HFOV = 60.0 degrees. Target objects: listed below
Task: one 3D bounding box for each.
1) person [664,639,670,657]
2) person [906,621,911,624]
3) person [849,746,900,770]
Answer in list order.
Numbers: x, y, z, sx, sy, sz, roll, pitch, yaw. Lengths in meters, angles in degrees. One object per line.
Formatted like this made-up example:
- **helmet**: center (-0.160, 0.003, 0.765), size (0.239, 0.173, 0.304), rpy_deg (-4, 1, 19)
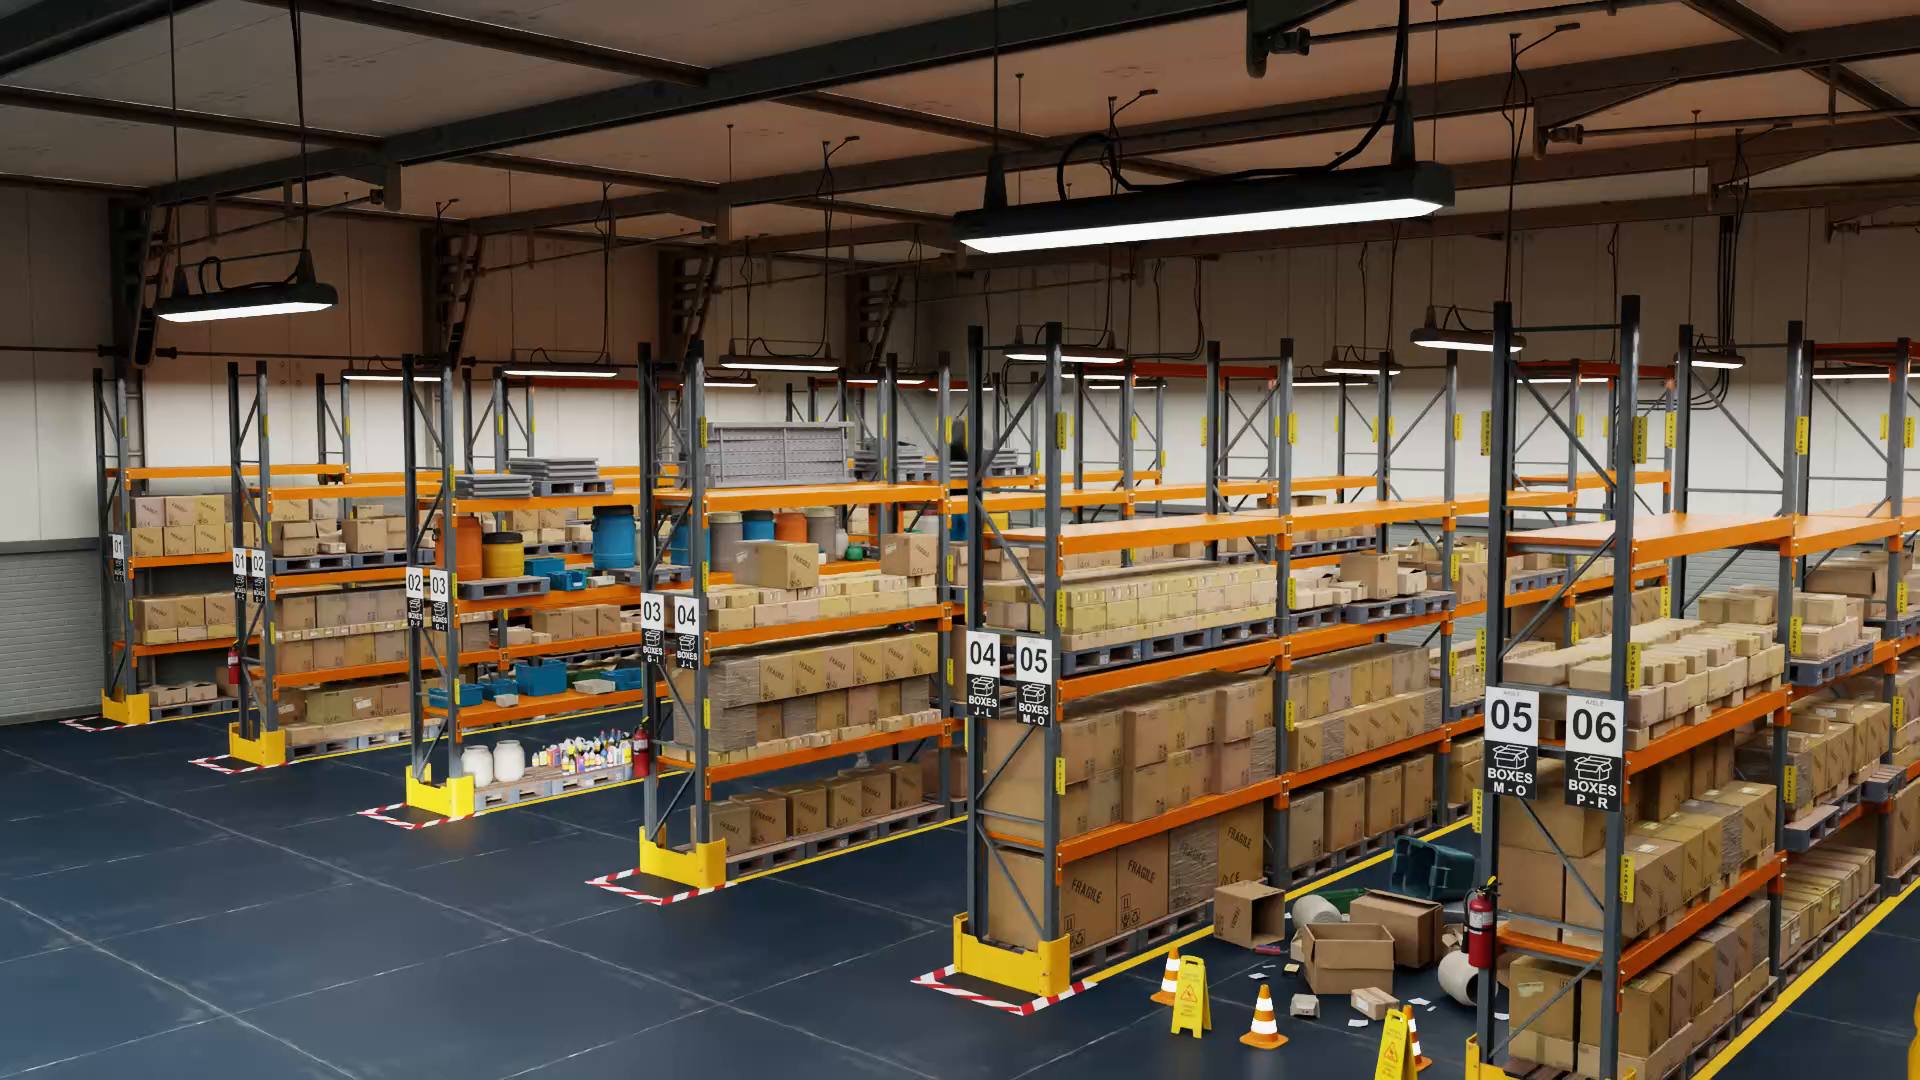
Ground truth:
- **person**: center (-6.020, 1.827, 33.887), size (0.659, 1.709, 0.629), rpy_deg (2, 5, 30)
- **person**: center (-0.828, 1.692, 33.358), size (0.686, 1.656, 0.551), rpy_deg (2, 5, 30)
- **person**: center (-1.292, 2.561, 24.262), size (1.121, 1.585, 0.713), rpy_deg (-3, 5, -39)
